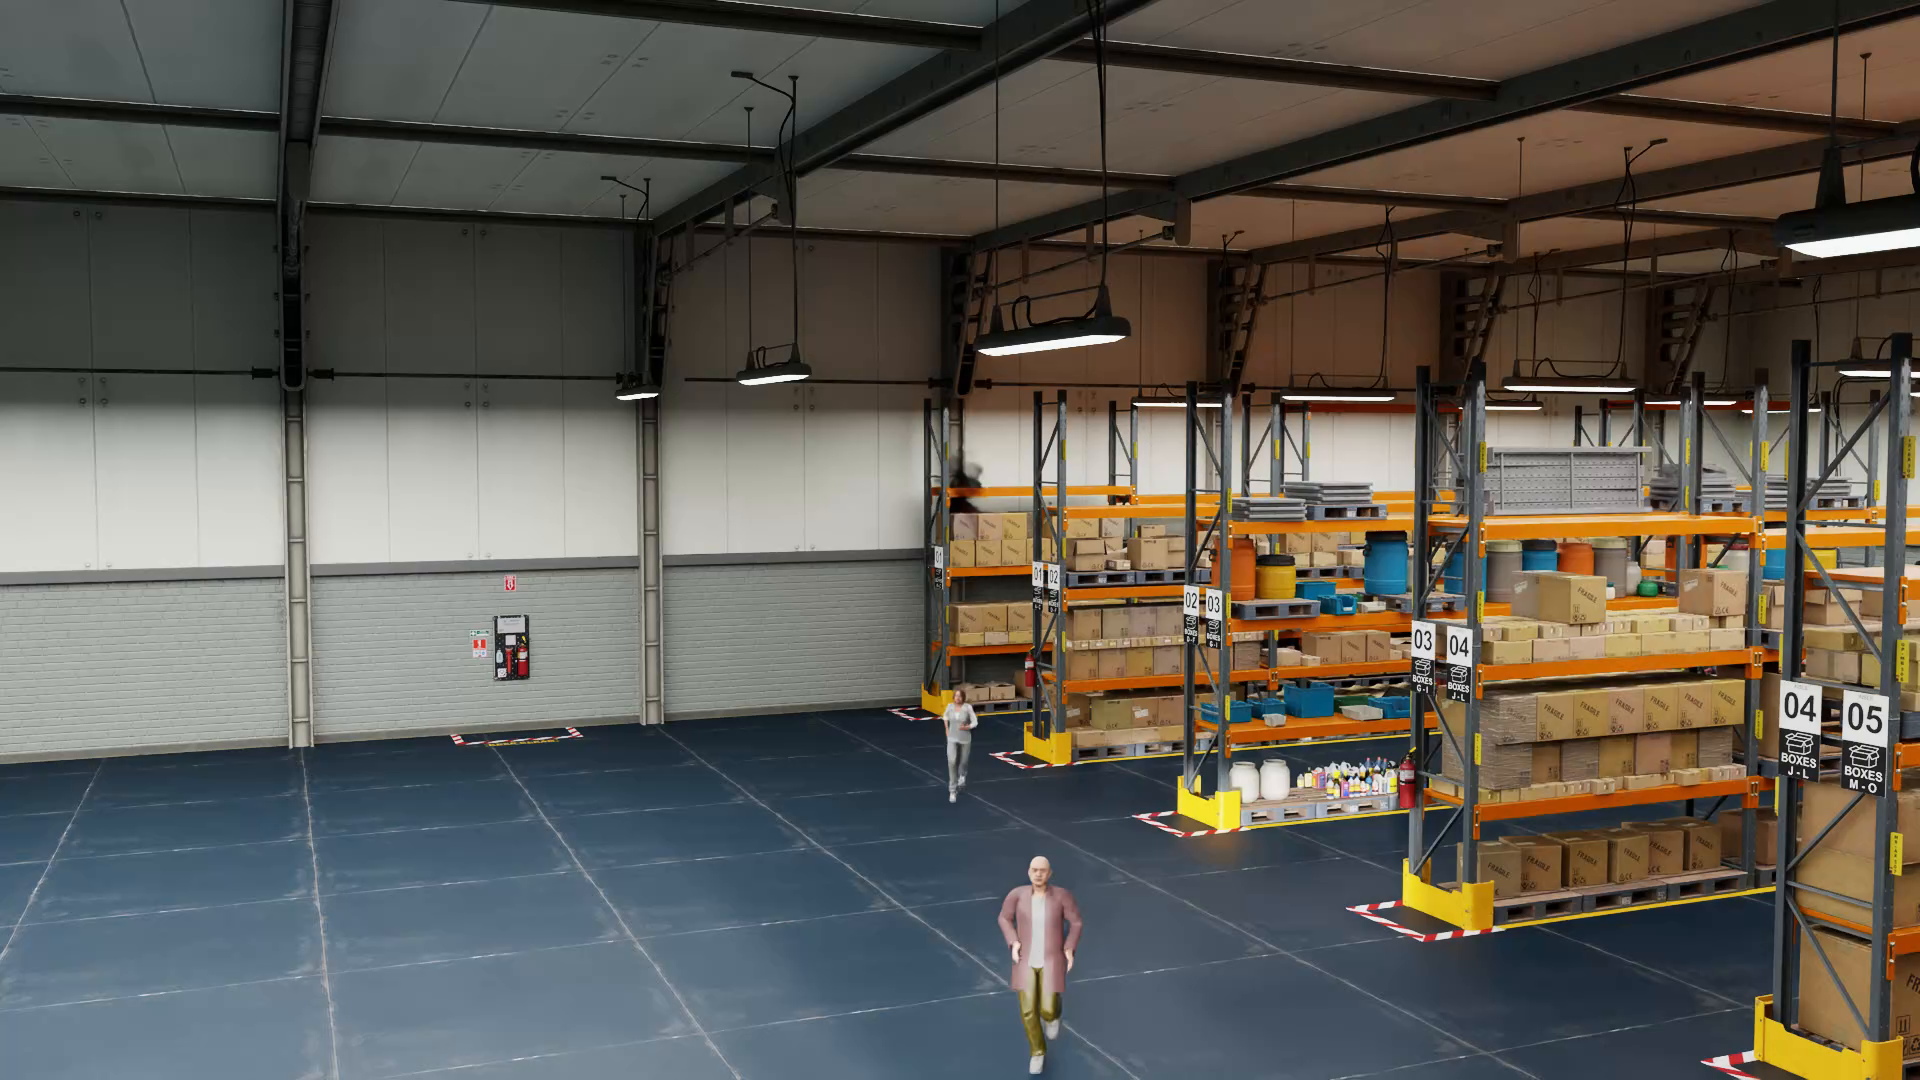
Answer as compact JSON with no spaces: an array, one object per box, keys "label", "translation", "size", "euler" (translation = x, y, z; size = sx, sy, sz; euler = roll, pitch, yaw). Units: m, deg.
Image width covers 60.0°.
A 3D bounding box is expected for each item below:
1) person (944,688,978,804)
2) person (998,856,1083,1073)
[{"label":"person","translation":[0.010,2.962,24.186],"size":[0.506,1.606,0.949],"euler":[0,3,1]},{"label":"person","translation":[0.660,3.490,13.848],"size":[0.712,1.739,0.653],"euler":[1,3,9]}]
